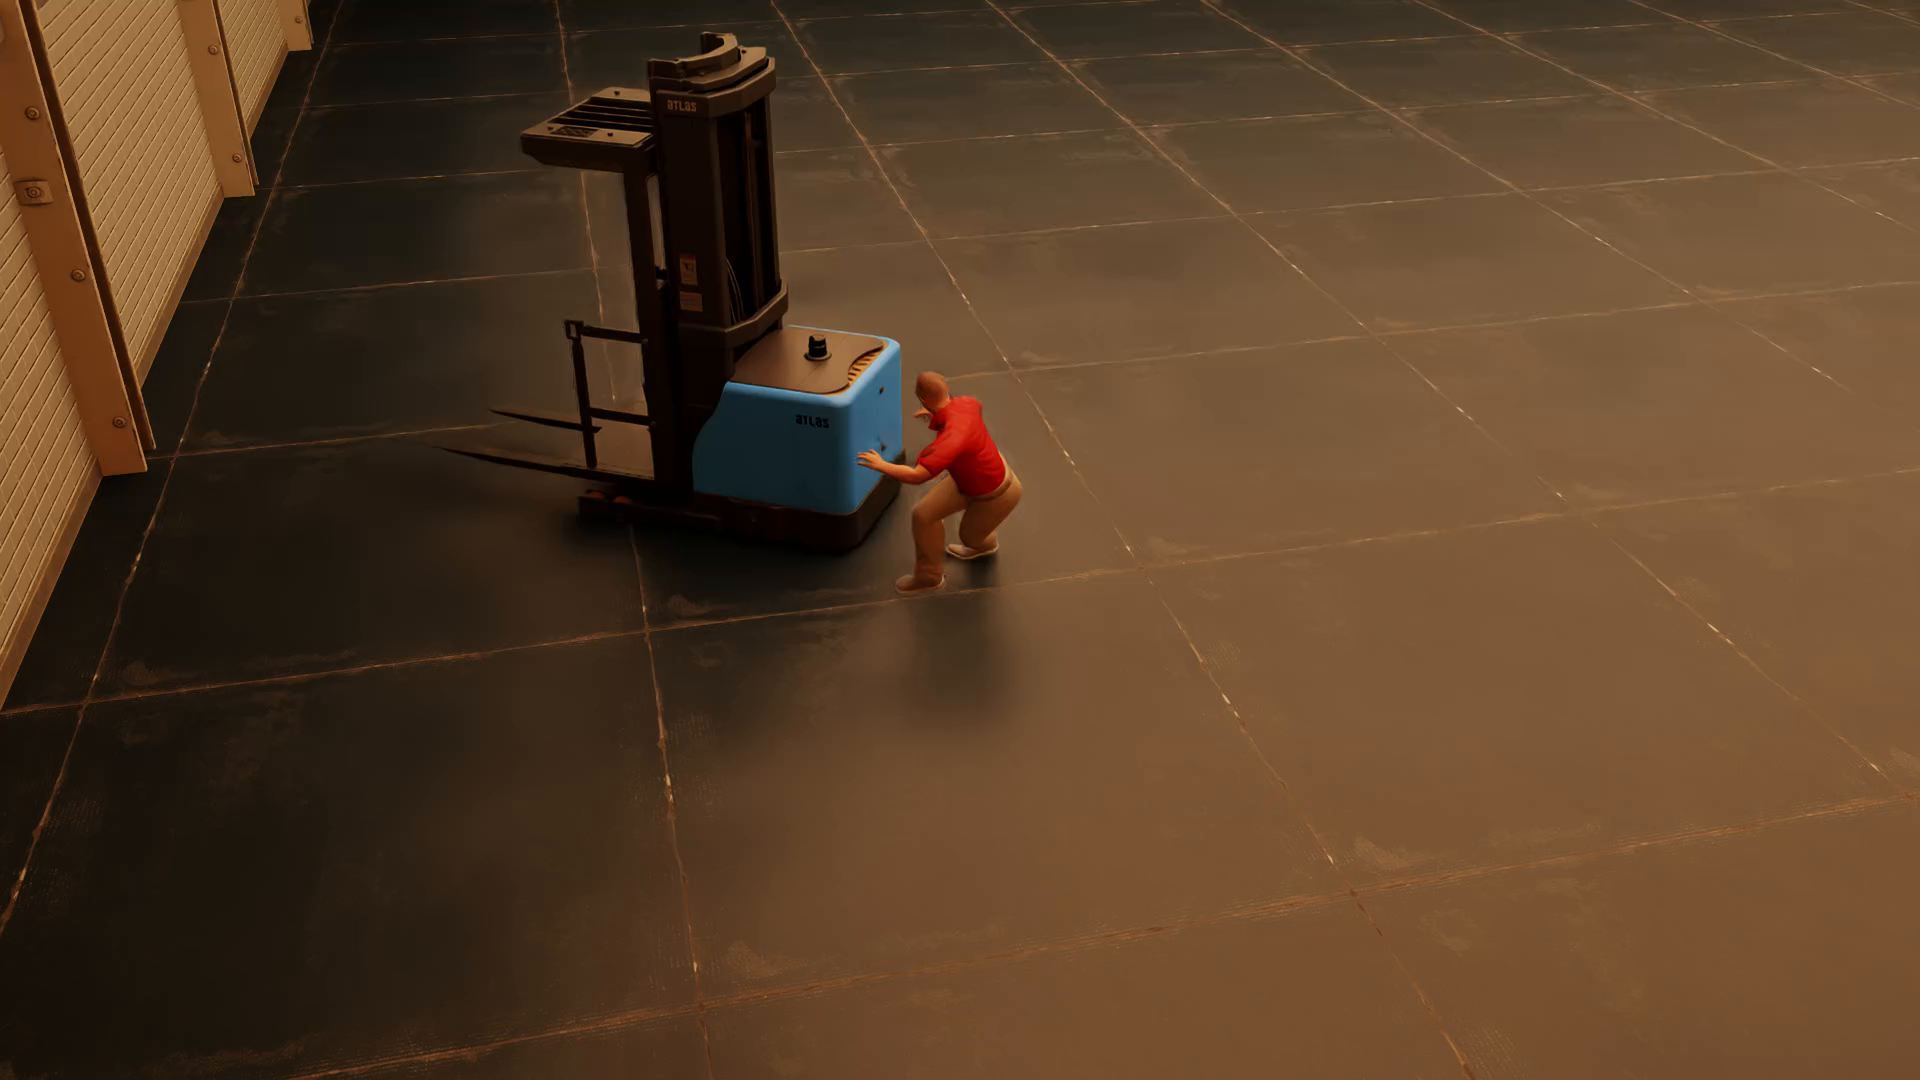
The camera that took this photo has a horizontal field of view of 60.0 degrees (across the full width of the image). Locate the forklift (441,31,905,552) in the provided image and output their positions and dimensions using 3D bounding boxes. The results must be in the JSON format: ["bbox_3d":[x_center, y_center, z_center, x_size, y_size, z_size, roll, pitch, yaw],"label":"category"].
[{"bbox_3d":[-1.938,-1.622,10.376,3.031,2.935,1.130,9,31,16],"label":"forklift"}]

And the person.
[{"bbox_3d":[-0.154,-0.345,9.606,0.966,1.486,0.997,-8,31,-14],"label":"person"}]
